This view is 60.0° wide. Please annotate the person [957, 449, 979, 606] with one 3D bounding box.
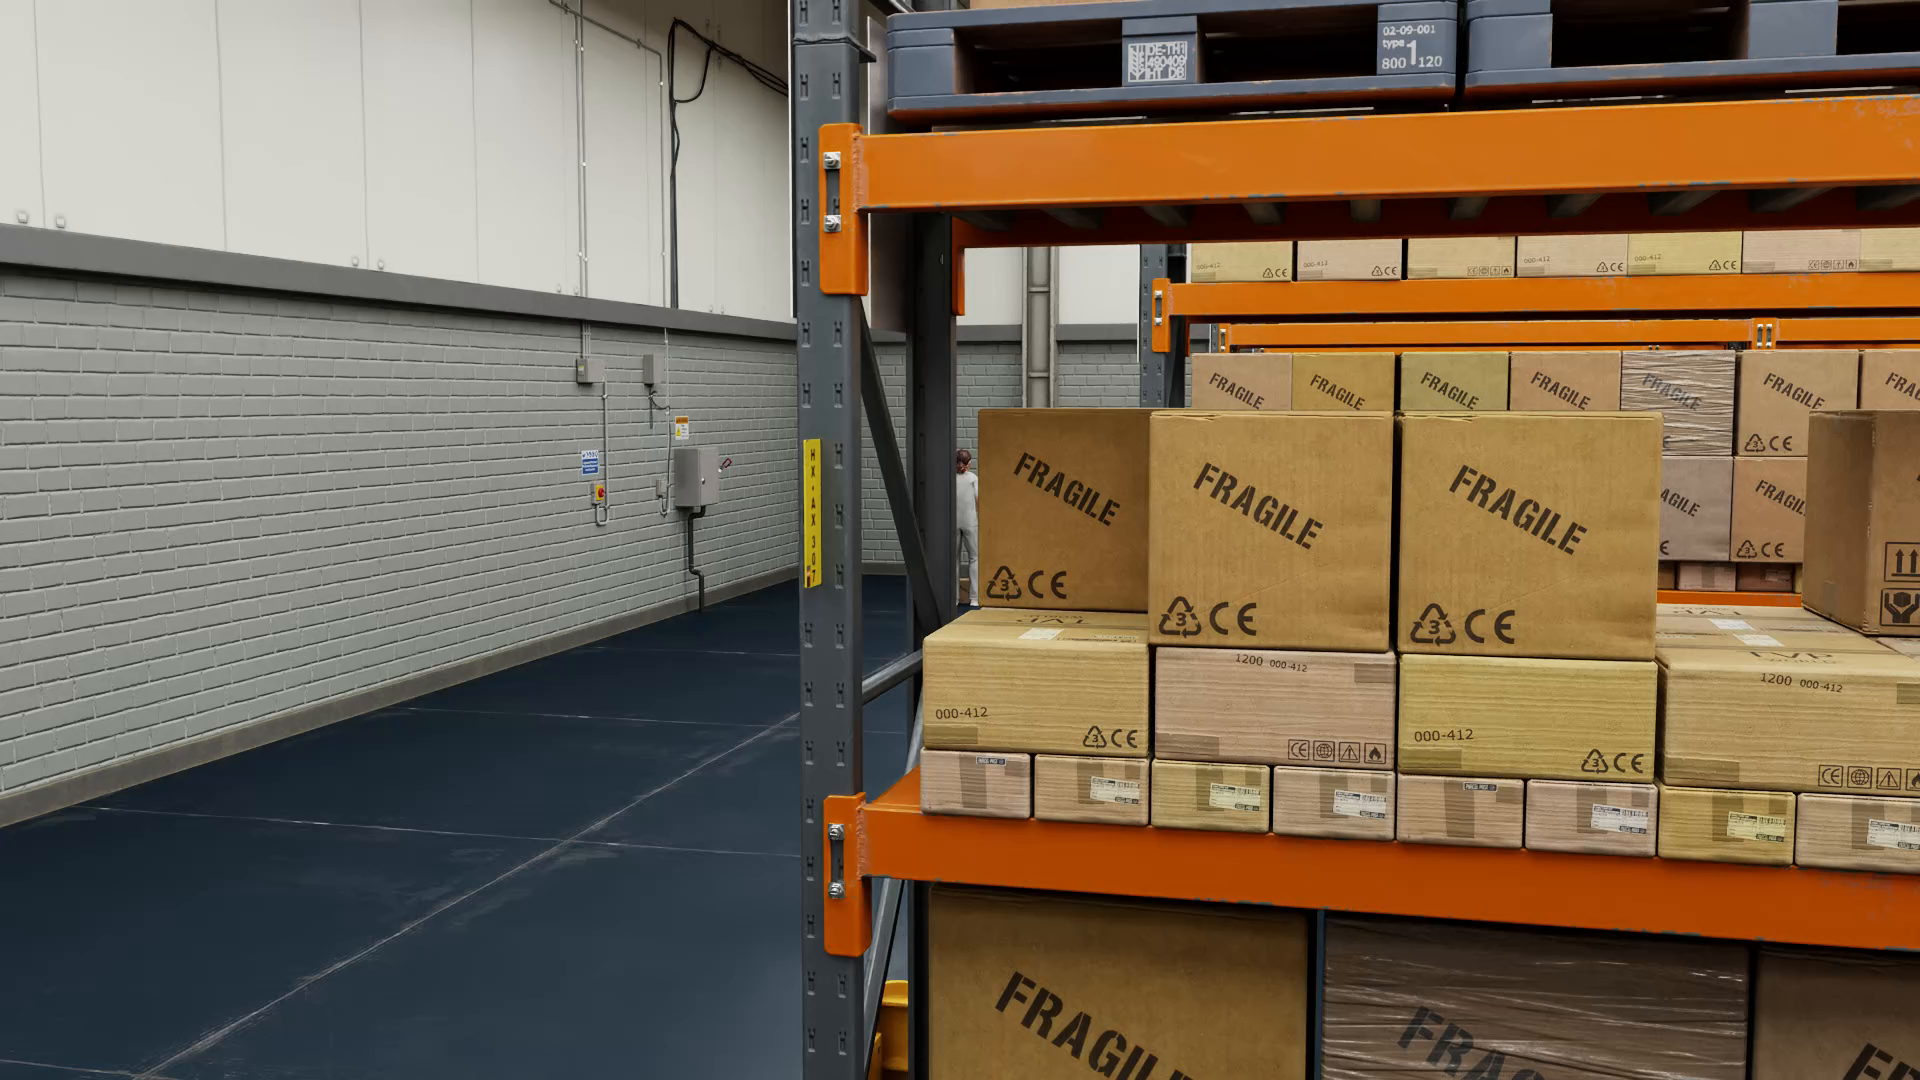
[{"bbox_3d":[0.036,-0.123,17.820,0.485,1.647,0.359,1,5,13],"label":"person"}]
